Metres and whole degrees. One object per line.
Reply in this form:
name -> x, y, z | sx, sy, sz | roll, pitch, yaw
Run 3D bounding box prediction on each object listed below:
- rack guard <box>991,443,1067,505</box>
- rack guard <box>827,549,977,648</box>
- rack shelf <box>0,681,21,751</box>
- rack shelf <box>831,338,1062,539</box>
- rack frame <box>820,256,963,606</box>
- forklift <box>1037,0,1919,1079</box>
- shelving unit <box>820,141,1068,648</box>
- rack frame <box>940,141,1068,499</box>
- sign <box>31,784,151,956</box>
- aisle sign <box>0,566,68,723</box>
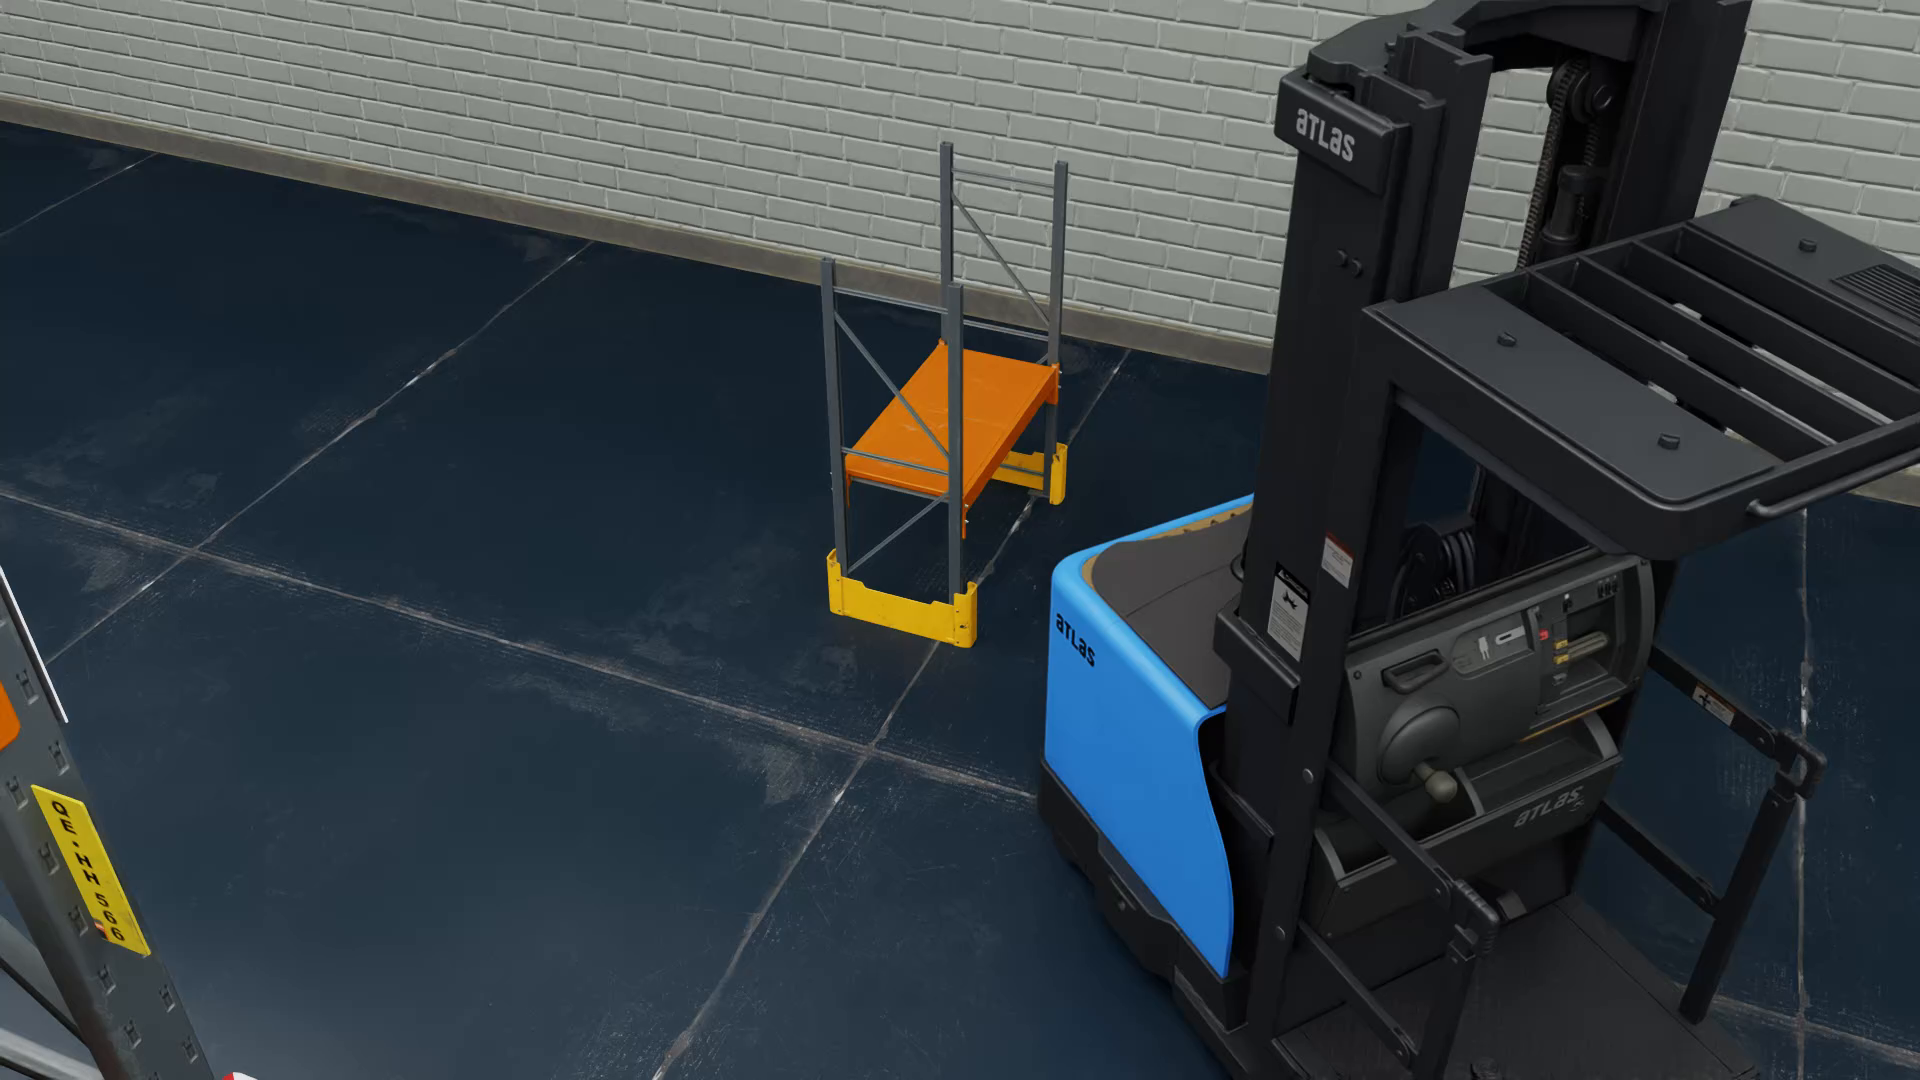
rack guard -> 0.160, -0.334, 6.988 | 0.587, 0.250, 0.087 | 14, 39, 18
rack guard -> -0.219, 0.218, 6.250 | 0.587, 0.250, 0.087 | 14, 39, 18
rack shelf -> -2.527, 1.108, 0.858 | 1.077, 0.370, 4.000 | 14, 39, 18
rack shelf -> -0.032, -0.409, 6.345 | 0.538, 0.185, 1.000 | 14, 39, 18
rack frame -> -0.226, -0.272, 5.861 | 0.500, 1.500, 0.032 | 14, 39, 18
forklift -> 1.391, 0.386, 3.785 | 1.130, 2.935, 3.031 | -18, 40, -22
shelving unit -> -0.029, -0.559, 6.245 | 0.587, 1.500, 1.083 | 14, 39, 18
rack frame -> 0.161, -0.835, 6.614 | 0.500, 1.500, 0.032 | 14, 39, 18
sign -> -1.269, 0.486, 2.429 | 0.100, 0.325, 0.005 | 14, 39, 18
aisle sign -> -1.461, -0.099, 2.206 | 0.394, 0.787, 0.004 | 14, 39, 18
